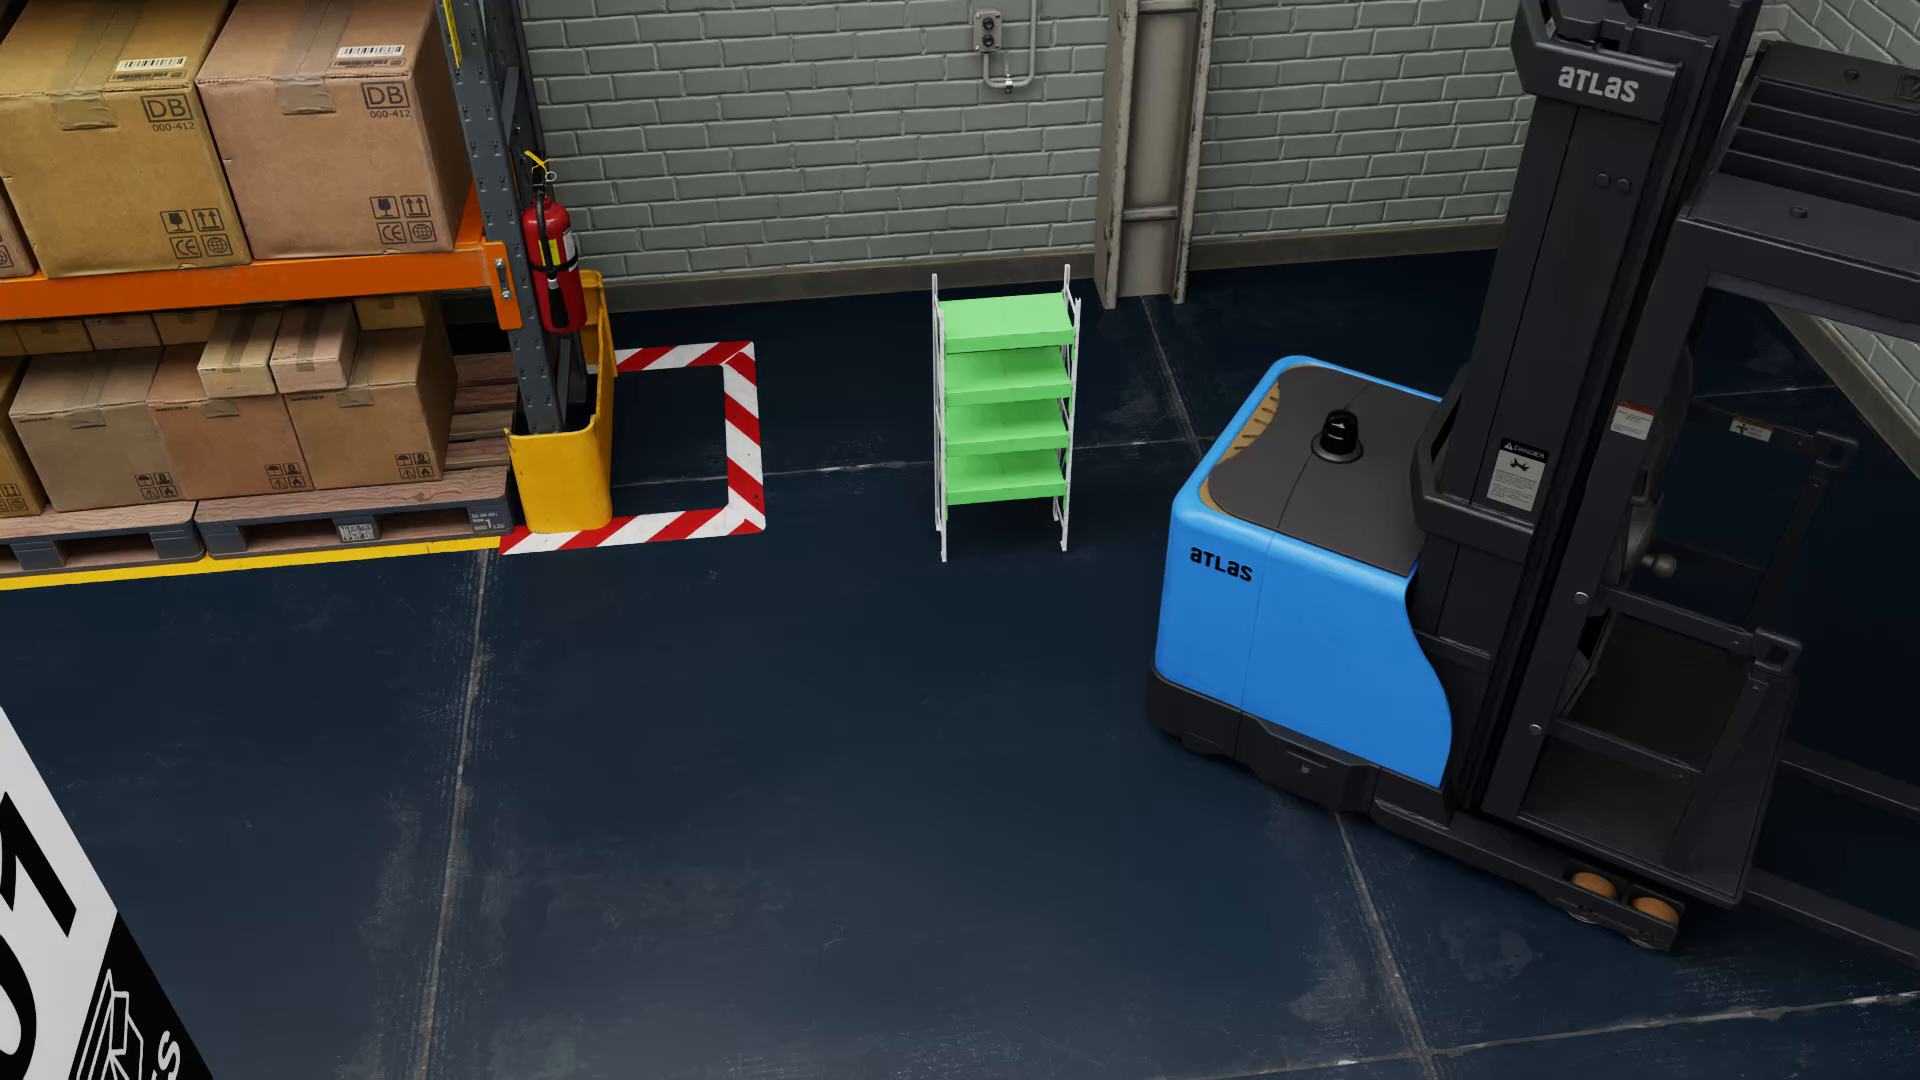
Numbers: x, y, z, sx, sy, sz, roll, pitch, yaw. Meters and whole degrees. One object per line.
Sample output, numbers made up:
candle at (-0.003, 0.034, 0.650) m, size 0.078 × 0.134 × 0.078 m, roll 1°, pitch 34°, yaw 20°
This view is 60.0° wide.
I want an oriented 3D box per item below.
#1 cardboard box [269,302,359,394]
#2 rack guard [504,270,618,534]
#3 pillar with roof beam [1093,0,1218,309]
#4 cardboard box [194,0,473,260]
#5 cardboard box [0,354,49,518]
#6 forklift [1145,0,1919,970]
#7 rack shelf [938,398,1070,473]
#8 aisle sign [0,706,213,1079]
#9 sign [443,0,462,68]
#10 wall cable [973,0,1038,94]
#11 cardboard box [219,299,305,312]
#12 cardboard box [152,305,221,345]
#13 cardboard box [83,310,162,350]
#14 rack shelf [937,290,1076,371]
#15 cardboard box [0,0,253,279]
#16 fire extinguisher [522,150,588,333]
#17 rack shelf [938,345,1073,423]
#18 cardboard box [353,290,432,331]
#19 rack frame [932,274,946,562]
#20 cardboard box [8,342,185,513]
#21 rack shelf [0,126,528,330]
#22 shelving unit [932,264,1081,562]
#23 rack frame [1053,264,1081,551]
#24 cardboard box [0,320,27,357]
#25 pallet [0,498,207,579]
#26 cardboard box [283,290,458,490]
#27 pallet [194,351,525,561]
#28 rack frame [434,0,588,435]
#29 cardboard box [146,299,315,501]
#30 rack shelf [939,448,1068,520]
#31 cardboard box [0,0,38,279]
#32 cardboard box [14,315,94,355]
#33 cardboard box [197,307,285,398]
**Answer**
cardboard box at (-2.481, -0.743, 6.402) m, size 0.250 × 0.149 × 0.380 m, roll -5°, pitch 42°, yaw -6°
rack guard at (-1.672, -0.607, 7.050) m, size 0.348 × 0.500 × 1.175 m, roll -5°, pitch 42°, yaw -6°
pillar with roof beam at (1.427, -1.711, 1.928) m, size 0.400 × 9.000 × 9.100 m, roll -5°, pitch 42°, yaw -6°
cardboard box at (-2.200, -1.594, 6.054) m, size 0.700 × 0.700 × 0.980 m, roll -3°, pitch 42°, yaw -4°
cardboard box at (-3.900, -0.495, 6.612) m, size 0.500 × 0.500 × 0.700 m, roll -4°, pitch 42°, yaw -5°
forklift at (2.200, -0.197, 4.780) m, size 3.031 × 2.935 × 1.130 m, roll 21°, pitch 46°, yaw 22°
rack shelf at (0.164, -0.412, 6.407) m, size 0.480 × 0.148 × 0.258 m, roll -5°, pitch 42°, yaw -6°
aisle sign at (-1.021, 0.590, 1.916) m, size 0.004 × 0.787 × 0.394 m, roll -5°, pitch 42°, yaw -6°
sign at (-1.639, -1.690, 5.342) m, size 0.005 × 0.325 × 0.100 m, roll -5°, pitch 42°, yaw -6°
wall cable at (-0.549, -2.650, 6.690) m, size 1.851 × 1.984 × 0.084 m, roll -5°, pitch 42°, yaw -6°
cardboard box at (-2.781, -0.974, 6.659) m, size 0.250 × 0.149 × 0.380 m, roll -5°, pitch 42°, yaw -5°
cardboard box at (-3.030, -0.953, 6.635) m, size 0.250 × 0.149 × 0.380 m, roll -5°, pitch 42°, yaw -5°
cardboard box at (-3.282, -0.930, 6.610) m, size 0.250 × 0.149 × 0.380 m, roll -4°, pitch 42°, yaw -5°
rack shelf at (0.164, -0.769, 6.085) m, size 0.480 × 0.148 × 0.258 m, roll -5°, pitch 42°, yaw -6°
cardboard box at (-2.920, -1.523, 5.975) m, size 0.700 × 0.700 × 0.980 m, roll -5°, pitch 42°, yaw -6°
fire extinguisher at (-1.487, -1.073, 6.036) m, size 0.183 × 0.674 × 0.296 m, roll -5°, pitch 42°, yaw -6°
rack shelf at (0.164, -0.591, 6.246) m, size 0.480 × 0.148 × 0.258 m, roll -5°, pitch 42°, yaw -6°
cardboard box at (-2.279, -1.018, 6.708) m, size 0.250 × 0.149 × 0.380 m, roll -5°, pitch 42°, yaw -5°
rack frame at (-0.078, -0.439, 6.341) m, size 0.015 × 1.200 × 0.240 m, roll -5°, pitch 42°, yaw -6°
cardboard box at (-3.372, -0.546, 6.669) m, size 0.500 × 0.500 × 0.700 m, roll -6°, pitch 42°, yaw -7°
rack shelf at (-3.679, -1.093, 6.259) m, size 4.000 × 0.370 × 1.077 m, roll -5°, pitch 42°, yaw -6°
shelving unit at (0.164, -0.460, 6.364) m, size 0.503 × 1.200 × 0.258 m, roll -5°, pitch 42°, yaw -6°
rack frame at (0.406, -0.481, 6.388) m, size 0.015 × 1.200 × 0.240 m, roll -5°, pitch 42°, yaw -6°
cardboard box at (-3.787, -0.886, 6.561) m, size 0.250 × 0.149 × 0.380 m, roll -6°, pitch 42°, yaw -6°
pallet at (-3.686, -0.273, 6.895) m, size 1.213 × 0.211 × 1.003 m, roll -5°, pitch 42°, yaw -6°
cardboard box at (-2.377, -0.634, 6.766) m, size 0.500 × 0.500 × 0.700 m, roll -5°, pitch 42°, yaw -6°
pallet at (-2.479, -0.376, 7.010) m, size 1.213 × 0.211 × 1.003 m, roll -5°, pitch 42°, yaw -6°
rack frame at (-1.696, -1.533, 6.210) m, size 0.127 × 3.000 × 1.000 m, roll -5°, pitch 42°, yaw -6°
cardboard box at (-2.873, -0.590, 6.718) m, size 0.500 × 0.500 × 0.700 m, roll -5°, pitch 42°, yaw -6°
rack shelf at (0.164, -0.234, 6.568) m, size 0.480 × 0.148 × 0.258 m, roll -5°, pitch 42°, yaw -6°
cardboard box at (-3.678, -1.463, 5.909) m, size 0.700 × 0.700 × 0.980 m, roll -7°, pitch 43°, yaw -8°
cardboard box at (-3.536, -0.907, 6.585) m, size 0.250 × 0.149 × 0.380 m, roll -5°, pitch 42°, yaw -5°
cardboard box at (-2.734, -0.720, 6.377) m, size 0.250 × 0.149 × 0.380 m, roll -4°, pitch 42°, yaw -4°
